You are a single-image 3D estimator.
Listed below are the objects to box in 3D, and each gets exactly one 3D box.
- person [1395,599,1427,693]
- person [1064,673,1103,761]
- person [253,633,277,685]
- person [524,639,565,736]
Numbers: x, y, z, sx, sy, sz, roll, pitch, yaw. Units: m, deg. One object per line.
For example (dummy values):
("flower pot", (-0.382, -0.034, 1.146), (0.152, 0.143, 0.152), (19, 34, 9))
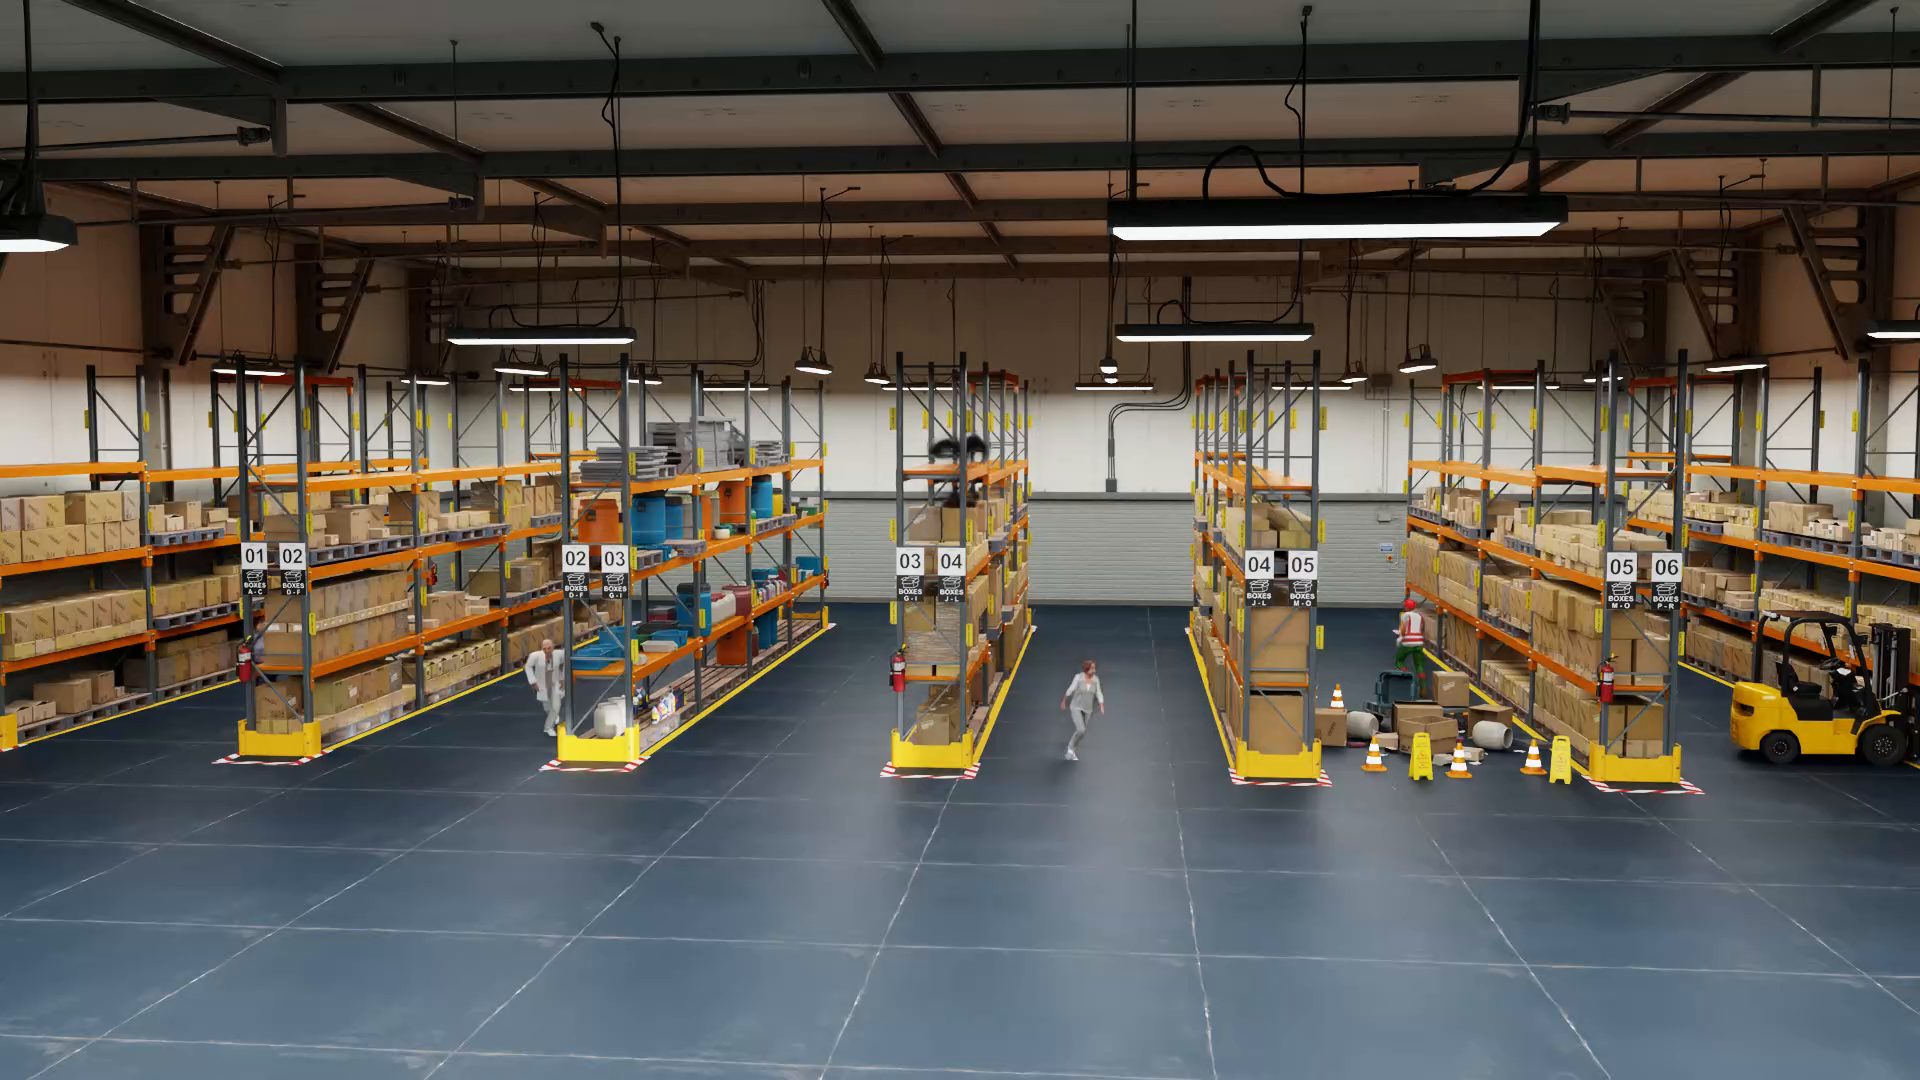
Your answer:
("person", (8.392, 1.965, 30.681), (0.600, 1.714, 0.791), (-1, 4, -12))
("person", (1.783, 2.596, 24.415), (0.505, 1.333, 0.562), (-2, 5, -26))
("person", (-11.871, 2.282, 28.410), (0.521, 1.477, 0.715), (0, 4, -4))
("person", (-6.611, 2.329, 26.685), (0.719, 1.585, 1.039), (-1, 4, -12))
